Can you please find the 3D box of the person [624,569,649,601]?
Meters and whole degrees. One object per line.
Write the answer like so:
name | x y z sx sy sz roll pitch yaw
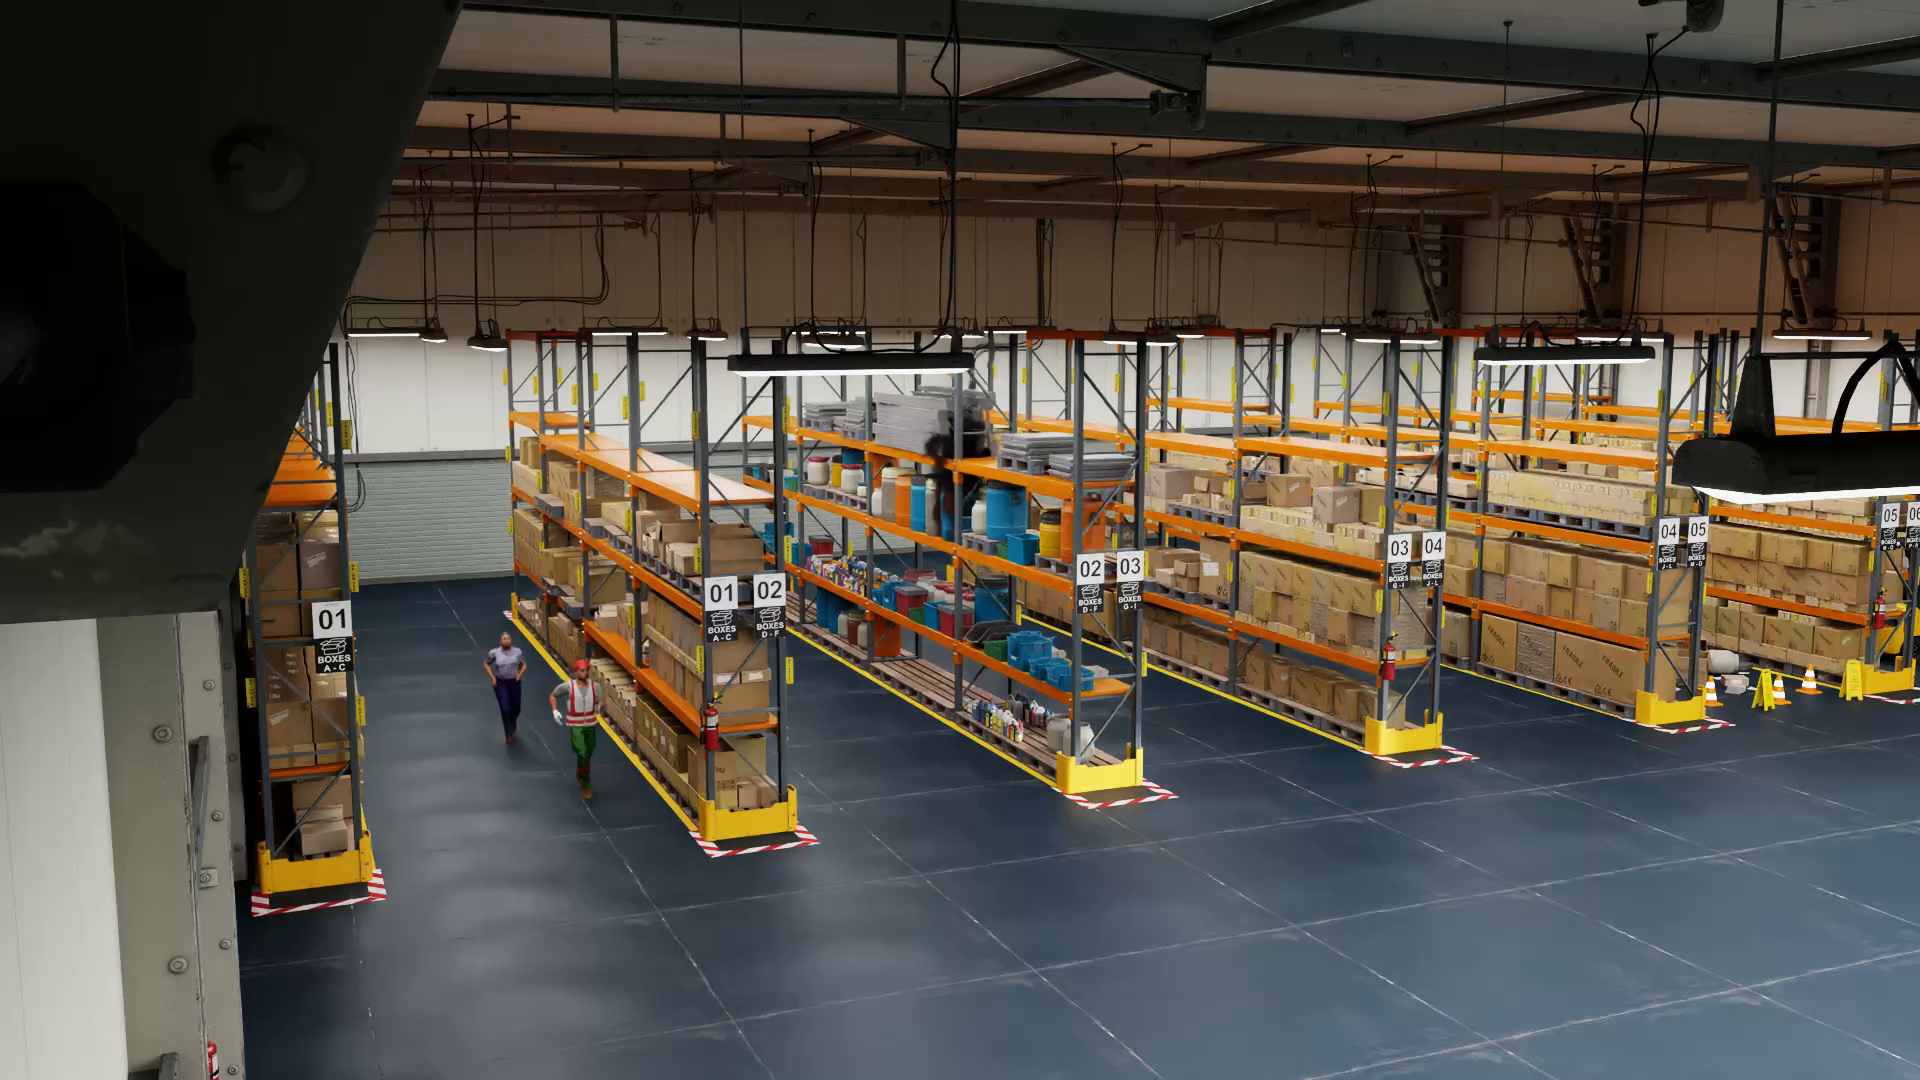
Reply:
person | -6.666 0.814 34.721 0.568 1.619 0.571 -6 10 -39

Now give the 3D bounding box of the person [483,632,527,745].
person | -6.755 2.172 24.768 0.613 1.640 0.726 -4 9 -26

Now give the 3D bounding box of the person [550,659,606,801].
person | -5.004 2.476 21.981 0.669 1.810 0.816 -5 9 -33
